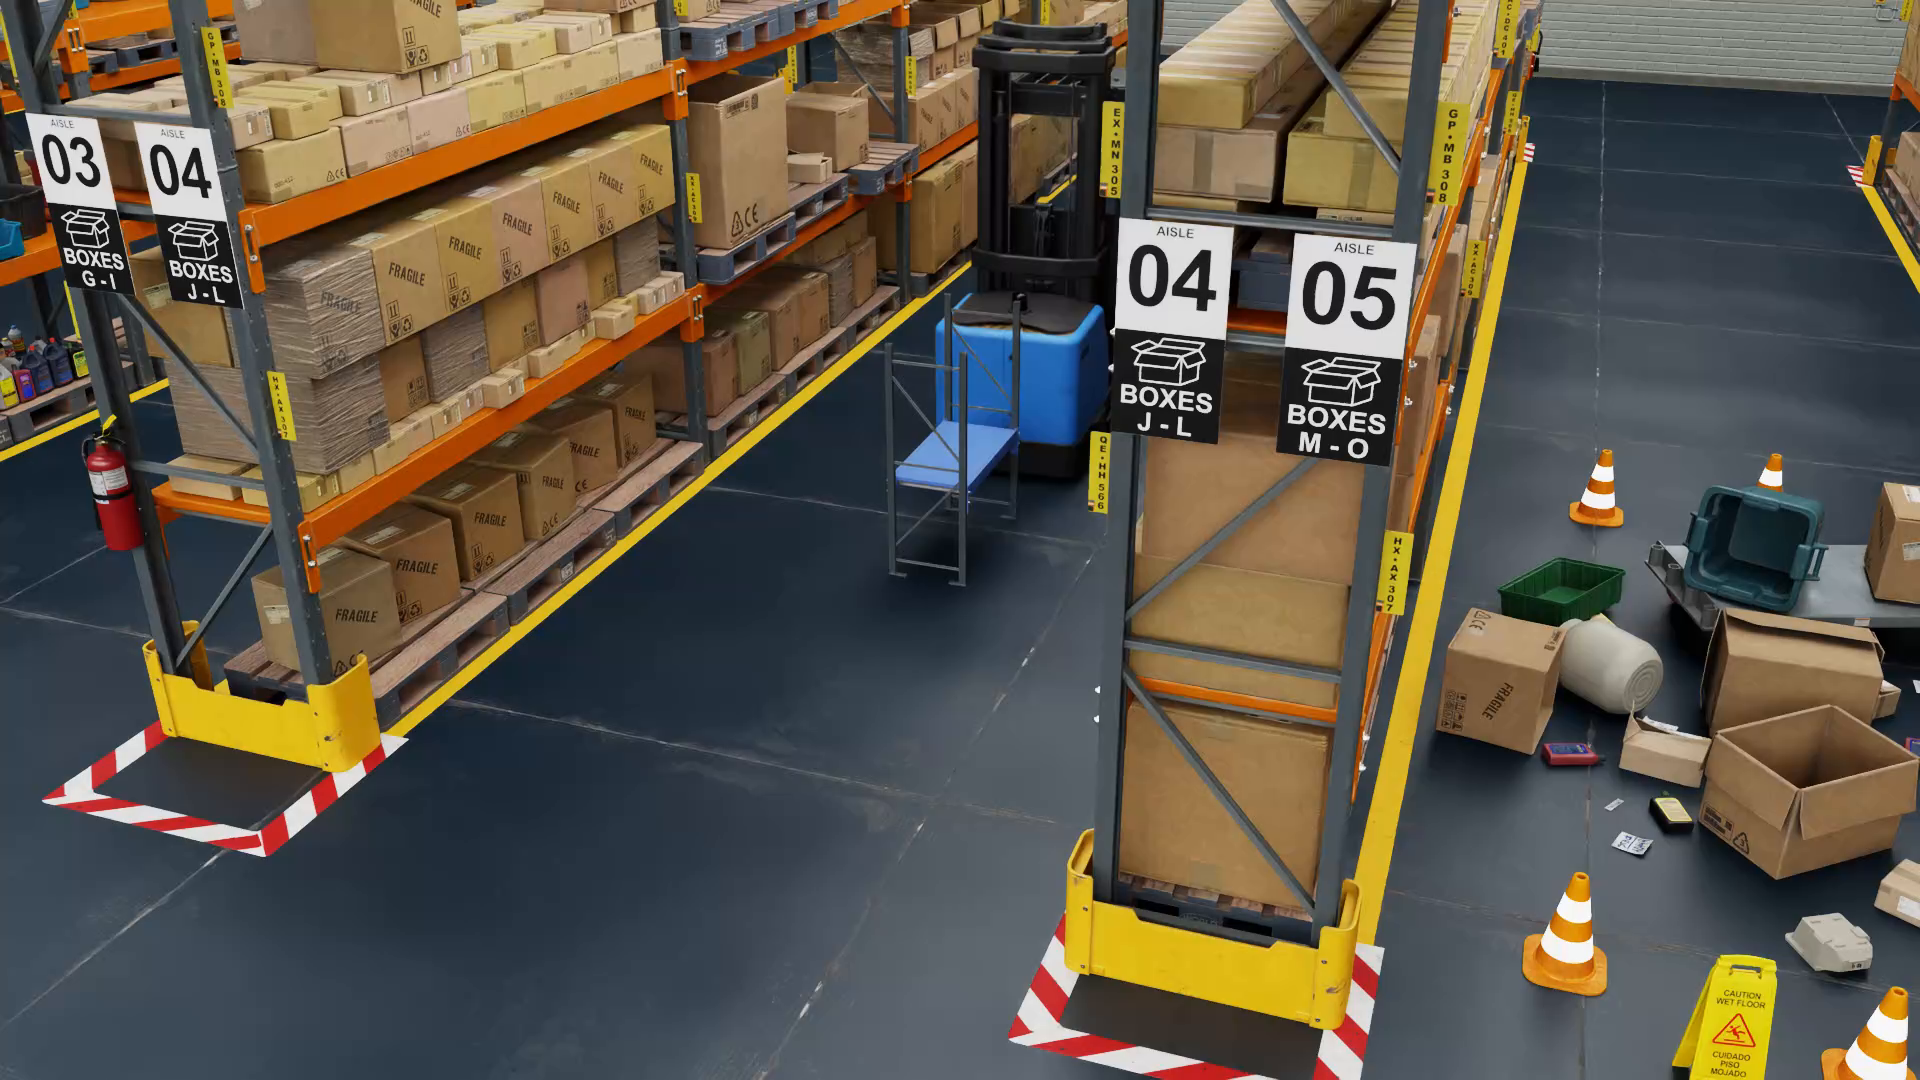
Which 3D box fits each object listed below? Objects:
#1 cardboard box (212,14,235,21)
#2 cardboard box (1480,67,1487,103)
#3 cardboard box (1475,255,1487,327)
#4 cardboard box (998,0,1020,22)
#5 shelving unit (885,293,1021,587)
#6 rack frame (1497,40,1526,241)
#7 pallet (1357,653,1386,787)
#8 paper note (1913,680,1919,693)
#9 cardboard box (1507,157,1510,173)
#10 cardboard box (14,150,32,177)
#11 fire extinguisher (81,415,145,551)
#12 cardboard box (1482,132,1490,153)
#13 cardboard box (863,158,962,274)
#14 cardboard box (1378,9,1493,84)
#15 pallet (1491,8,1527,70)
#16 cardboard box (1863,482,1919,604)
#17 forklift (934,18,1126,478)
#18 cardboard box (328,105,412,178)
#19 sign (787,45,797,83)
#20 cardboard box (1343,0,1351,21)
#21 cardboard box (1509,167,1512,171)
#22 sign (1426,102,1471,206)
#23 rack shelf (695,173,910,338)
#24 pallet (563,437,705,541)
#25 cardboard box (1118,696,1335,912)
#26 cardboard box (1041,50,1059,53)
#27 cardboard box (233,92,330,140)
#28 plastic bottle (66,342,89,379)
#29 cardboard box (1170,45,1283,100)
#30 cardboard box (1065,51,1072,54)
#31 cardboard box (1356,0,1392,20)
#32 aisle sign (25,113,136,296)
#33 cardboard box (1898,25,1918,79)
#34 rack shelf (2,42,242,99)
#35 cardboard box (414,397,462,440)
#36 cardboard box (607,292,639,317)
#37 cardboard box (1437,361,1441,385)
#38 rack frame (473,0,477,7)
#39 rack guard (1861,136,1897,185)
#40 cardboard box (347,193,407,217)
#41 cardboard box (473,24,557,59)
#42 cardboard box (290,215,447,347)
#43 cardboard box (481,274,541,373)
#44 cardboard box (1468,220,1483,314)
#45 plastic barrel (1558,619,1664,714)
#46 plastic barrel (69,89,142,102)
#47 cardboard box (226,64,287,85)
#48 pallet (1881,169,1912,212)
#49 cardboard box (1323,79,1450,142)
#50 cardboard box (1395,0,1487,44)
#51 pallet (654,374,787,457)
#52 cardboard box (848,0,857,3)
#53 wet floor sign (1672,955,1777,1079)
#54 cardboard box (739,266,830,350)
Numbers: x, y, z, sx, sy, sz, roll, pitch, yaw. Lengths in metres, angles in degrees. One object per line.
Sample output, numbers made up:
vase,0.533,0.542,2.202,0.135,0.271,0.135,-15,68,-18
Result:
cardboard box,-9.319,-6.740,20.632,0.700,0.500,0.500,0,26,0
cardboard box,2.383,-2.247,8.198,0.380,0.149,0.250,9,27,18
cardboard box,4.178,-2.143,14.121,0.500,0.500,0.500,8,27,15
cardboard box,0.185,-5.463,17.325,0.797,0.503,0.637,8,27,16
shelving unit,-0.028,-0.640,10.351,0.538,1.500,1.048,9,27,17
rack frame,5.033,-4.469,16.539,1.000,3.000,0.127,9,27,17
pallet,1.640,0.877,8.696,1.003,0.211,1.213,9,27,17
paper note,5.288,0.801,9.060,0.148,0.019,0.142,9,27,17
cardboard box,5.852,-4.149,18.325,0.380,0.149,0.250,9,27,17
cardboard box,-10.224,-3.977,17.553,0.500,0.311,0.500,9,27,19
fire extinguisher,-4.076,-0.284,7.983,0.296,0.674,0.183,9,27,17
cardboard box,4.052,-3.205,13.392,0.380,0.149,0.250,10,28,20
cardboard box,-0.692,-3.100,15.666,1.225,0.875,0.875,7,27,15
cardboard box,2.281,-2.385,8.026,0.500,0.250,0.500,9,27,17
pallet,3.169,-3.358,11.019,1.003,0.211,1.213,10,28,20
cardboard box,5.384,0.033,9.239,0.500,0.500,0.500,9,27,17
forklift,0.733,-2.368,12.278,1.130,2.935,3.031,8,27,15
cardboard box,-3.034,-1.955,8.075,0.500,0.250,0.500,8,27,16
sign,-1.466,-4.187,14.626,0.100,0.325,0.005,9,27,17
cardboard box,1.677,-2.598,8.008,0.380,0.149,0.250,8,27,17
cardboard box,6.131,-4.339,19.059,0.380,0.149,0.250,8,27,15
sign,1.562,-1.234,5.321,0.100,0.325,0.005,9,27,17
rack shelf,-1.607,-2.441,13.174,1.077,0.370,4.000,9,27,17
pallet,-2.463,-0.406,11.347,1.003,0.211,1.213,9,27,17
cardboard box,1.203,0.941,7.321,0.875,0.875,0.875,9,27,18
cardboard box,0.793,-5.452,18.398,0.500,0.250,0.500,8,27,16
cardboard box,-3.116,-1.933,7.573,0.380,0.149,0.250,9,27,19
plastic bottle,-6.792,-1.391,12.793,0.061,0.283,0.133,10,28,20
cardboard box,1.002,-1.763,6.284,0.380,0.149,0.250,9,27,18
cardboard box,1.062,-5.515,18.987,0.380,0.149,0.250,8,27,16
cardboard box,1.944,-2.672,8.619,0.500,0.250,0.500,9,27,18
aisle sign,-3.907,-1.487,7.396,0.394,0.787,0.004,9,27,17
cardboard box,10.636,-5.326,18.194,0.500,0.500,0.500,9,27,17
rack shelf,-9.616,-5.523,19.540,1.077,0.370,4.000,9,27,17
cardboard box,-2.932,-0.676,8.993,0.380,0.149,0.250,9,27,17
cardboard box,-2.299,-1.503,10.701,0.380,0.149,0.250,9,27,17
cardboard box,2.260,-1.096,9.399,0.875,0.550,0.550,9,27,17
rack frame,-7.620,-8.312,24.475,1.000,3.000,0.127,9,27,17
rack guard,11.074,-4.322,19.102,1.175,0.500,0.348,9,27,17
cardboard box,-3.324,-1.601,9.011,0.500,0.500,0.500,9,27,17
cardboard box,-2.508,-2.804,9.373,0.380,0.149,0.250,10,28,19
cardboard box,-2.991,-1.319,8.428,0.500,0.500,0.500,9,27,17
cardboard box,-2.957,-1.326,9.590,0.875,0.500,0.500,9,27,17
cardboard box,3.136,-1.817,10.945,0.500,0.500,0.500,9,27,17
plastic barrel,3.440,0.666,8.888,0.421,0.421,0.512,-14,29,-27
plastic barrel,-6.529,-3.001,12.932,0.600,0.901,0.708,9,27,17
cardboard box,-3.559,-2.245,8.217,0.380,0.149,0.250,9,27,18
pallet,10.874,-3.842,18.443,1.003,0.211,1.213,9,27,17
cardboard box,1.451,-1.459,5.656,0.380,0.149,0.250,9,27,18
cardboard box,2.129,-2.297,7.386,0.380,0.149,0.250,8,27,17
pallet,-2.015,-1.008,12.589,1.003,0.211,1.213,9,27,17
cardboard box,-1.021,-4.432,13.192,0.500,0.250,0.500,9,27,17
wet floor sign,2.898,1.821,6.249,0.267,0.644,0.232,4,26,8
cardboard box,-1.500,-1.917,13.632,0.700,0.500,0.500,11,28,22
